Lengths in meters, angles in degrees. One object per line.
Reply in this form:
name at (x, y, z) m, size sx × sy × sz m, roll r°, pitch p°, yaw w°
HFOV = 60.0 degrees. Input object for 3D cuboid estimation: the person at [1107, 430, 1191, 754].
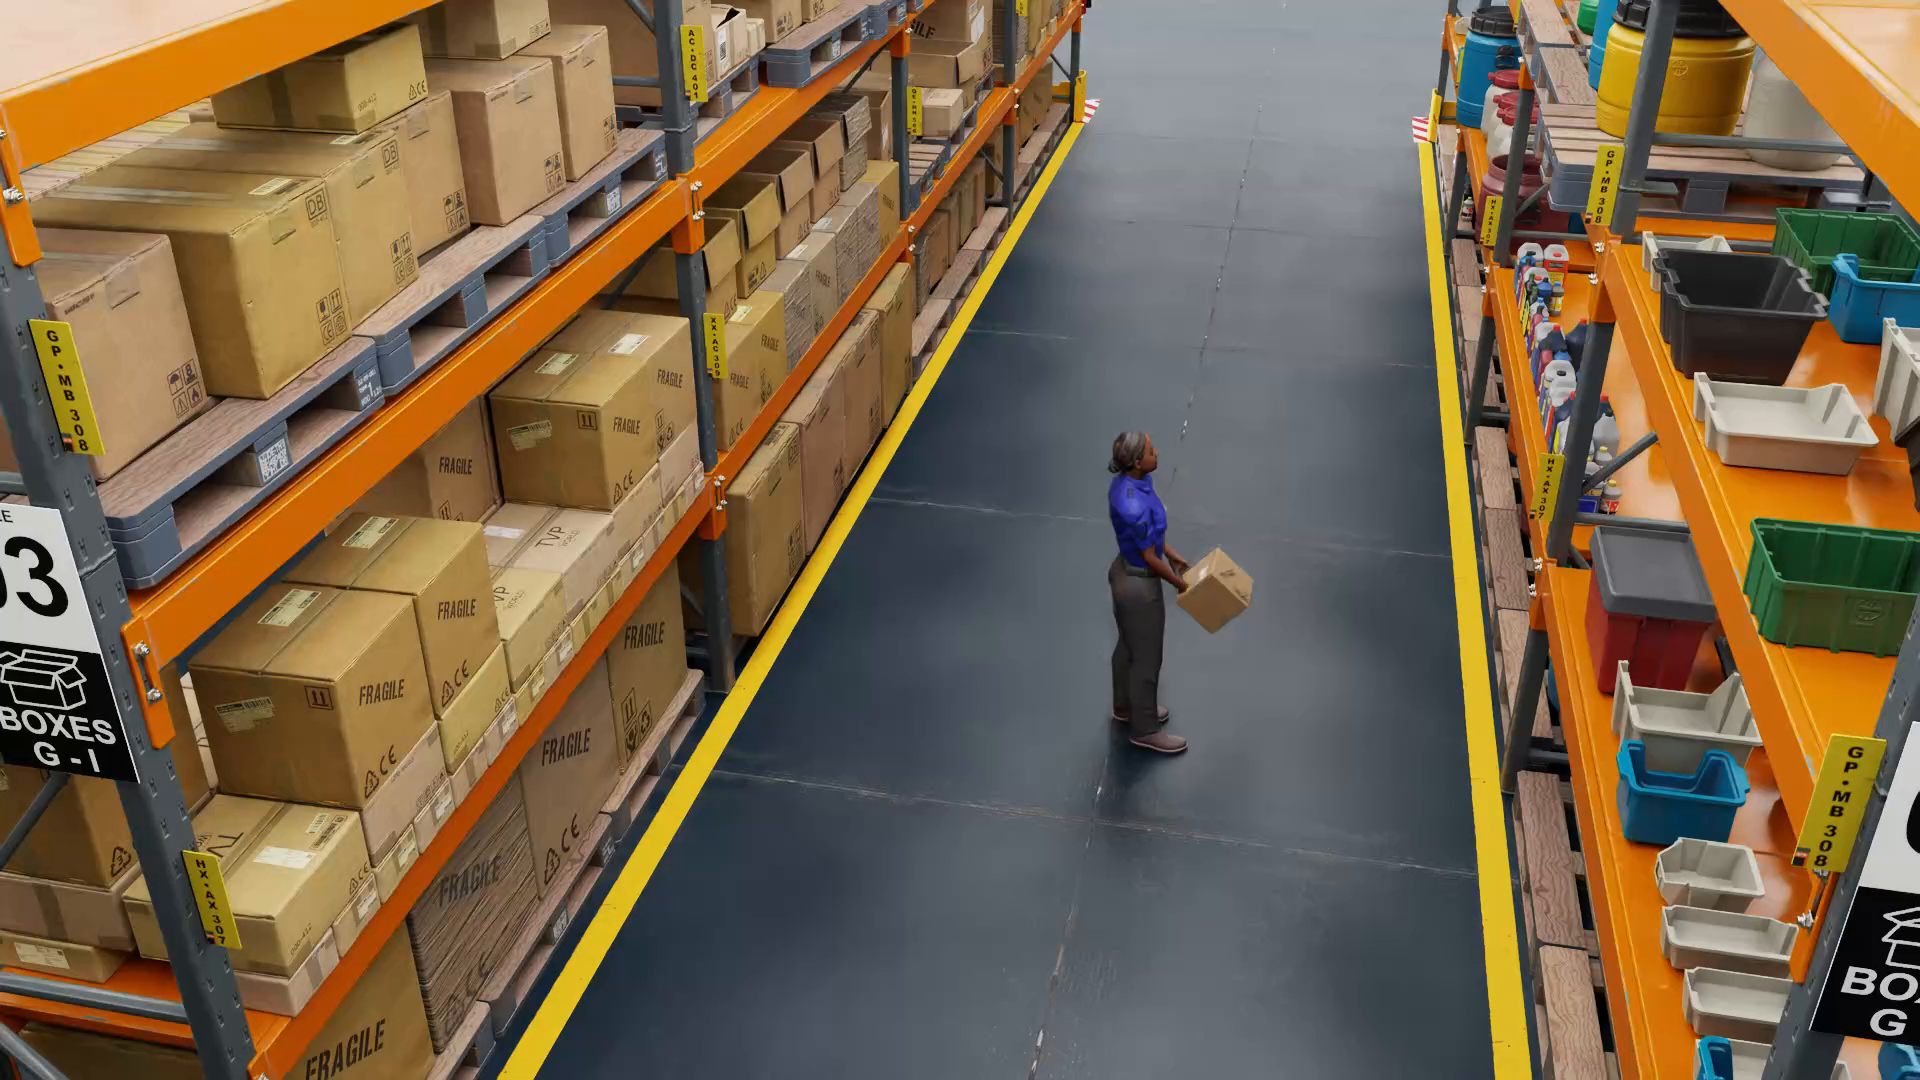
person at (0.928, 0.233, 8.190) m, size 0.463 × 1.659 × 0.518 m, roll -1°, pitch 29°, yaw -1°
